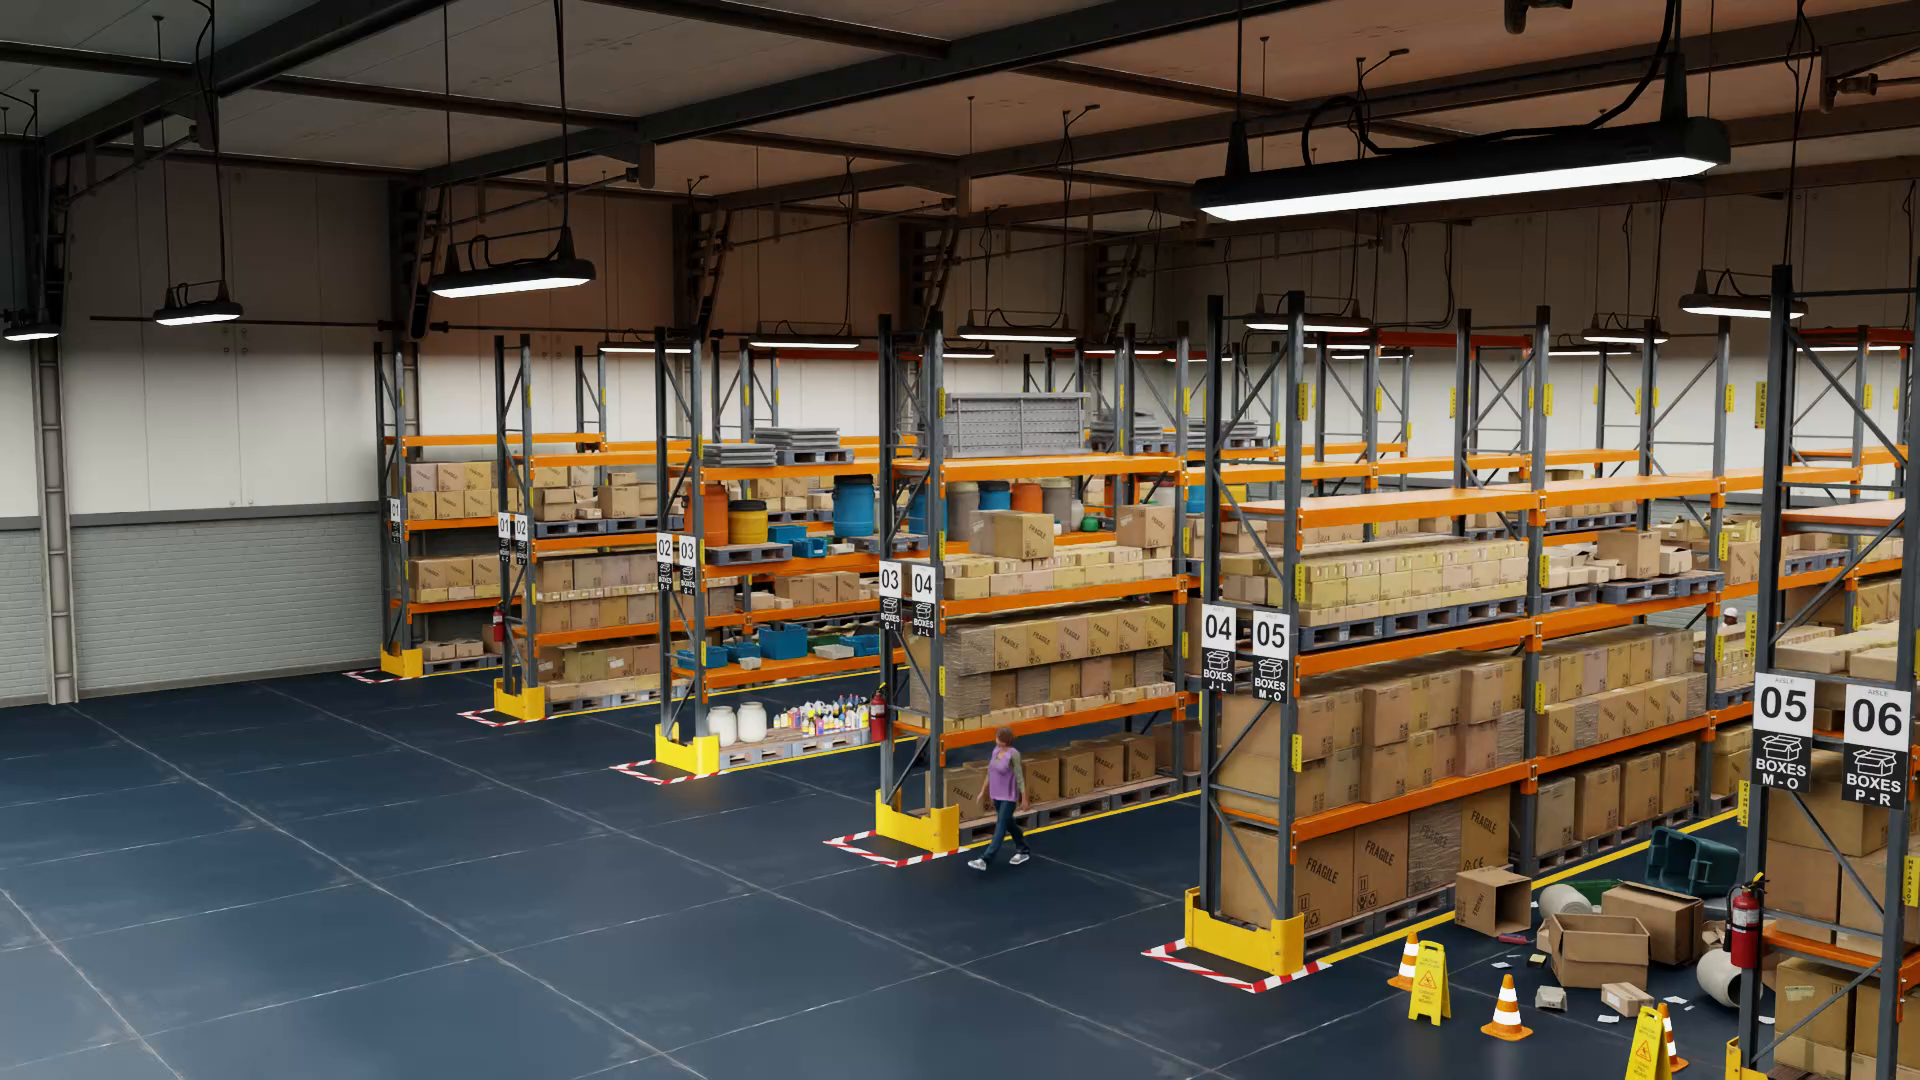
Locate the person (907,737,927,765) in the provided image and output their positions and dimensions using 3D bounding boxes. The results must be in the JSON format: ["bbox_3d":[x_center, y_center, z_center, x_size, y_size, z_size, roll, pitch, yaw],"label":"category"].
[{"bbox_3d":[-0.377,2.214,22.907,0.567,1.679,0.913,4,7,40],"label":"person"}]

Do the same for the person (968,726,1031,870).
[{"bbox_3d":[0.391,2.759,17.767,0.970,1.547,0.450,-4,6,-34],"label":"person"}]

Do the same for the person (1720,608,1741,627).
[{"bbox_3d":[12.454,1.908,26.625,0.661,1.680,0.725,-3,6,-32],"label":"person"}]
